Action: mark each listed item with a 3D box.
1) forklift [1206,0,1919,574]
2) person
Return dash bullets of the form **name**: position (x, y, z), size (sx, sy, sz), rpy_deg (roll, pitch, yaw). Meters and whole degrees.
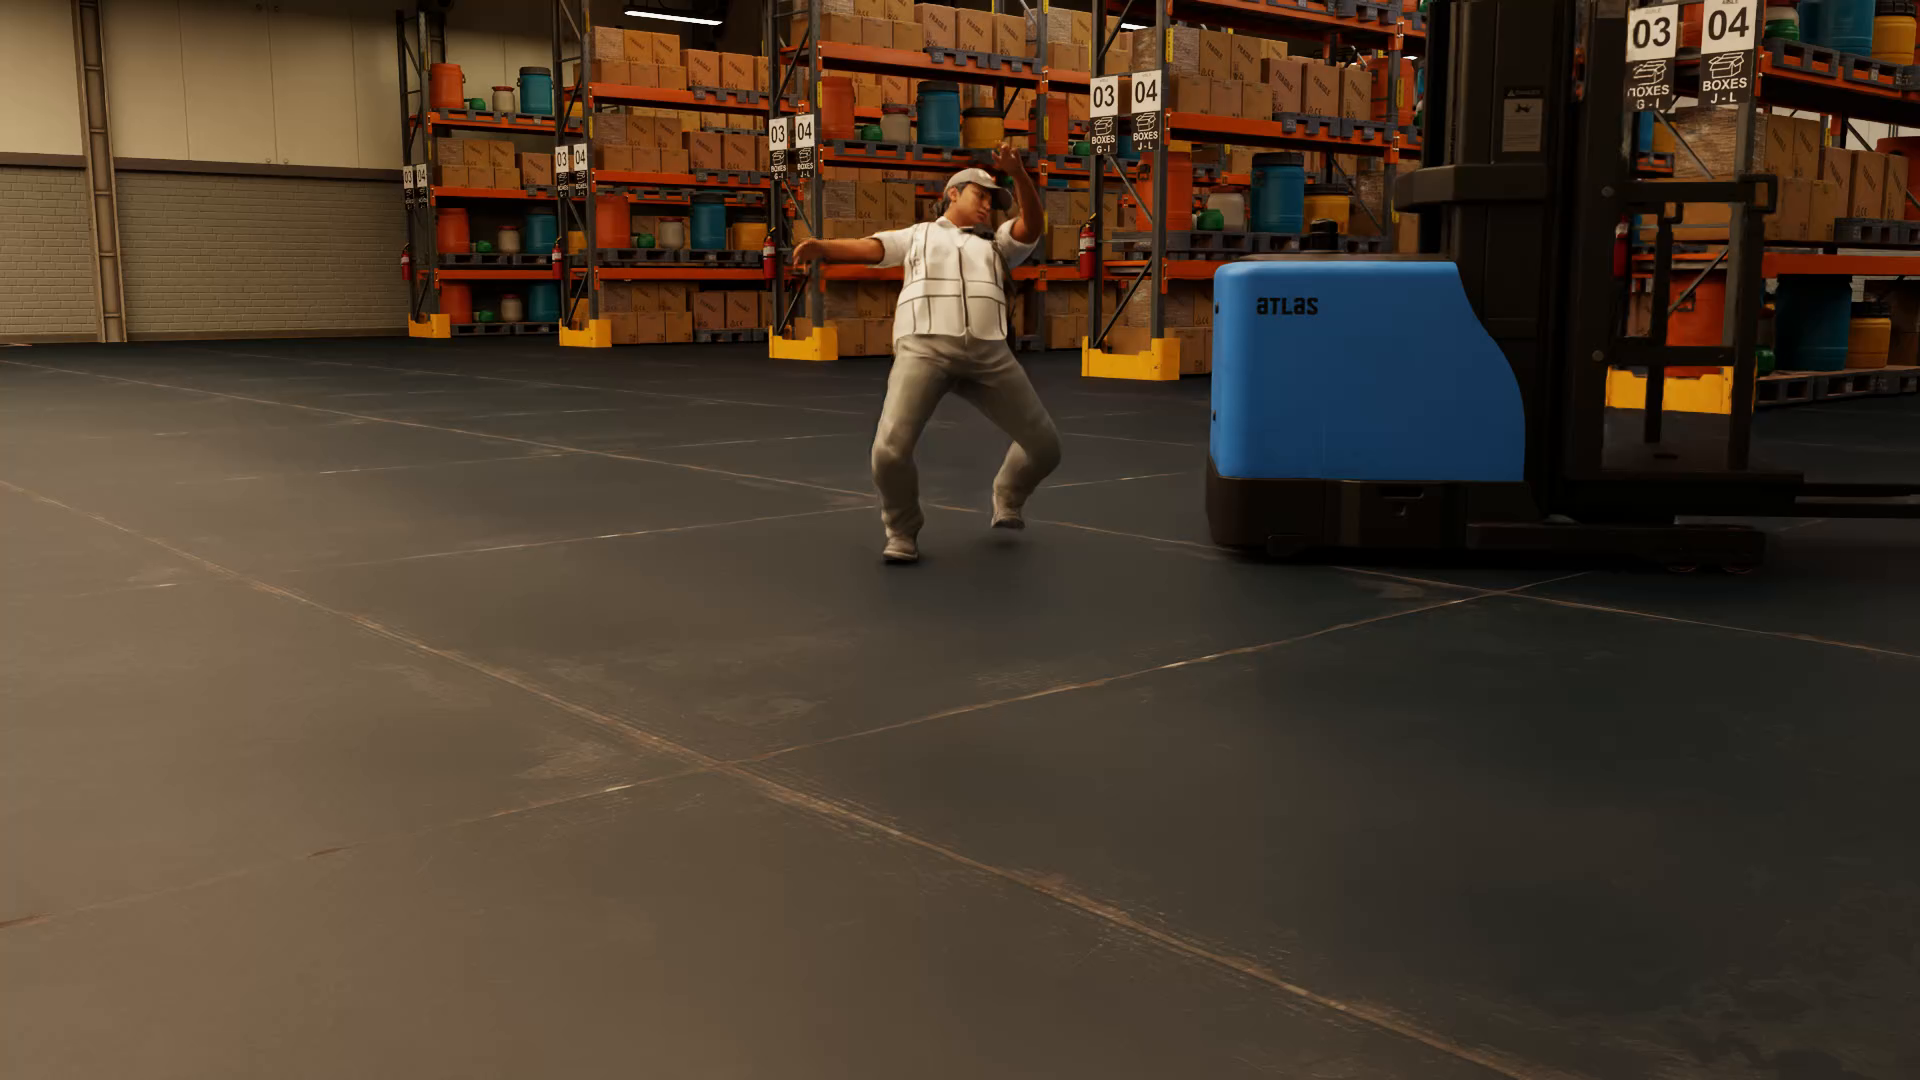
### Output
- **forklift**: position (2.478, -1.415, 6.097), size (3.031, 2.935, 1.130), rpy_deg (1, 9, 6)
- **person**: position (-0.139, -0.662, 5.986), size (1.026, 1.459, 0.681), rpy_deg (-4, 10, -22)
